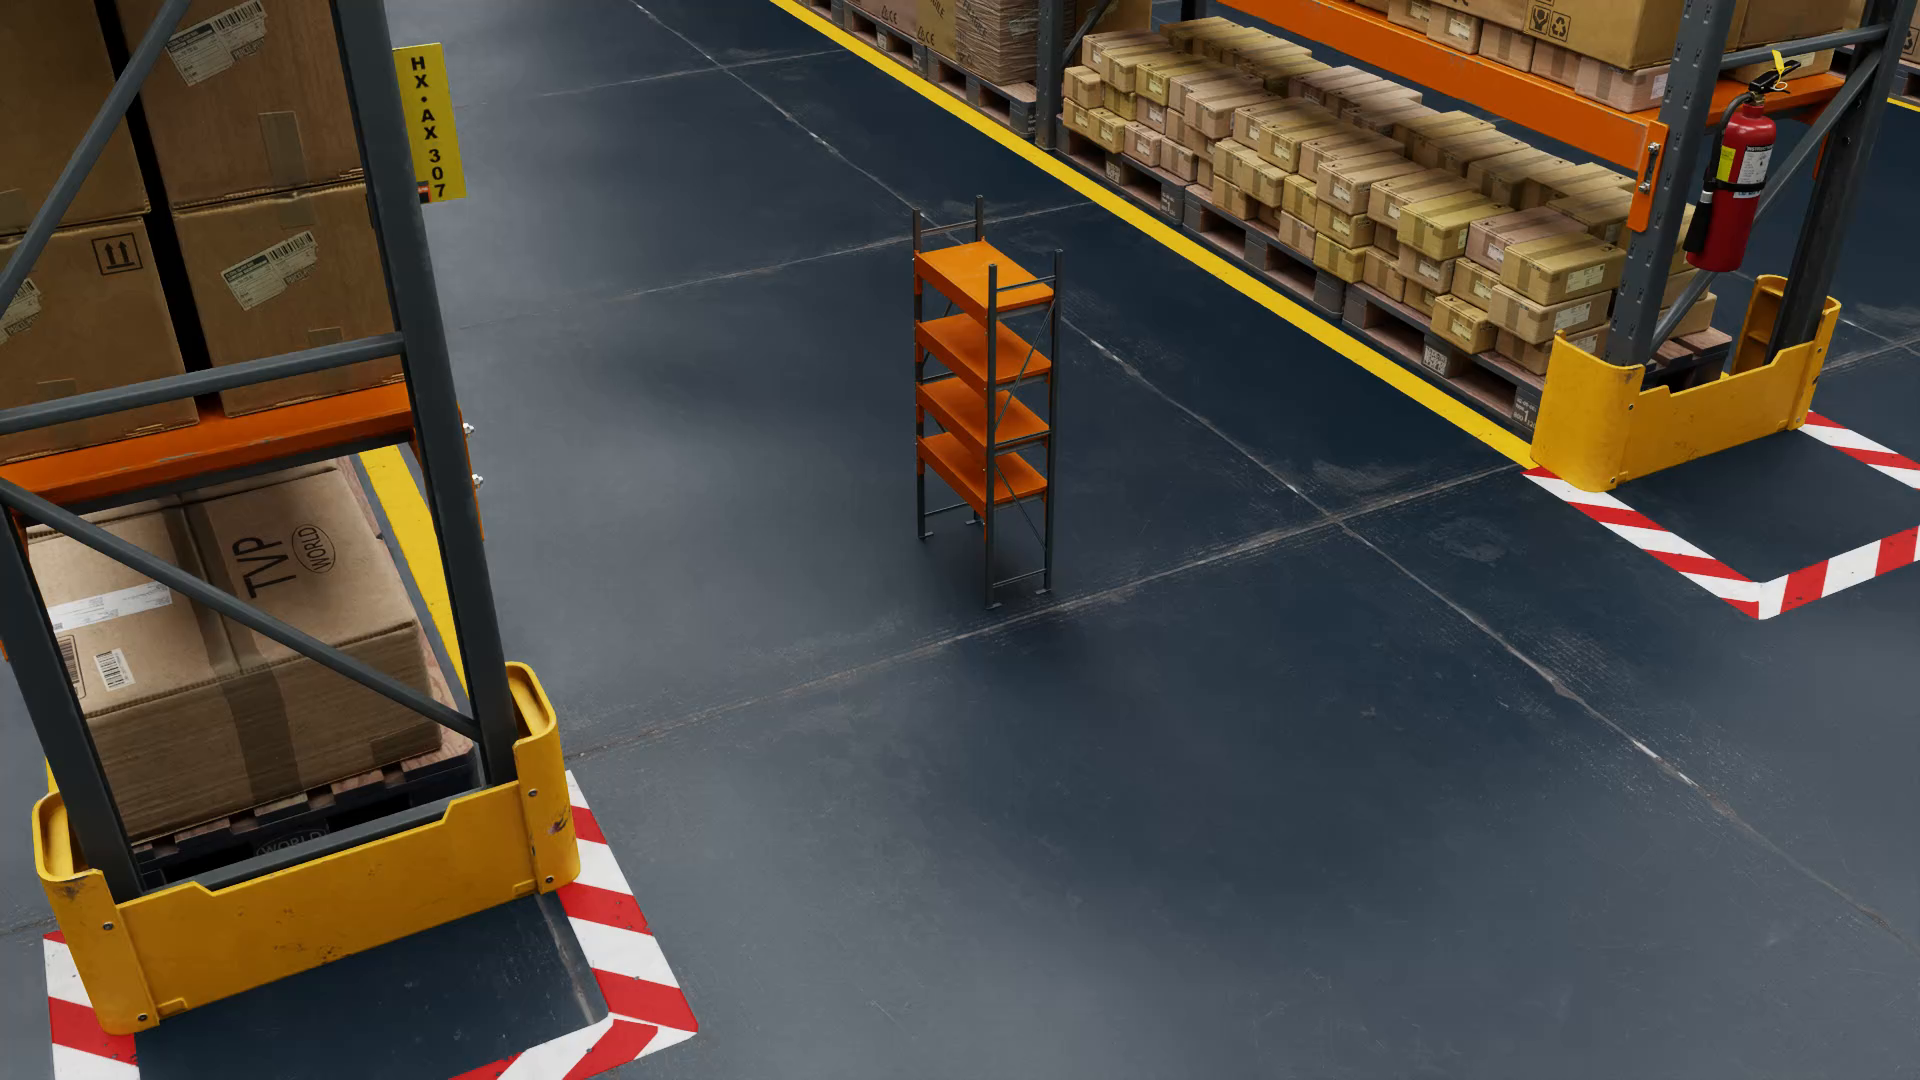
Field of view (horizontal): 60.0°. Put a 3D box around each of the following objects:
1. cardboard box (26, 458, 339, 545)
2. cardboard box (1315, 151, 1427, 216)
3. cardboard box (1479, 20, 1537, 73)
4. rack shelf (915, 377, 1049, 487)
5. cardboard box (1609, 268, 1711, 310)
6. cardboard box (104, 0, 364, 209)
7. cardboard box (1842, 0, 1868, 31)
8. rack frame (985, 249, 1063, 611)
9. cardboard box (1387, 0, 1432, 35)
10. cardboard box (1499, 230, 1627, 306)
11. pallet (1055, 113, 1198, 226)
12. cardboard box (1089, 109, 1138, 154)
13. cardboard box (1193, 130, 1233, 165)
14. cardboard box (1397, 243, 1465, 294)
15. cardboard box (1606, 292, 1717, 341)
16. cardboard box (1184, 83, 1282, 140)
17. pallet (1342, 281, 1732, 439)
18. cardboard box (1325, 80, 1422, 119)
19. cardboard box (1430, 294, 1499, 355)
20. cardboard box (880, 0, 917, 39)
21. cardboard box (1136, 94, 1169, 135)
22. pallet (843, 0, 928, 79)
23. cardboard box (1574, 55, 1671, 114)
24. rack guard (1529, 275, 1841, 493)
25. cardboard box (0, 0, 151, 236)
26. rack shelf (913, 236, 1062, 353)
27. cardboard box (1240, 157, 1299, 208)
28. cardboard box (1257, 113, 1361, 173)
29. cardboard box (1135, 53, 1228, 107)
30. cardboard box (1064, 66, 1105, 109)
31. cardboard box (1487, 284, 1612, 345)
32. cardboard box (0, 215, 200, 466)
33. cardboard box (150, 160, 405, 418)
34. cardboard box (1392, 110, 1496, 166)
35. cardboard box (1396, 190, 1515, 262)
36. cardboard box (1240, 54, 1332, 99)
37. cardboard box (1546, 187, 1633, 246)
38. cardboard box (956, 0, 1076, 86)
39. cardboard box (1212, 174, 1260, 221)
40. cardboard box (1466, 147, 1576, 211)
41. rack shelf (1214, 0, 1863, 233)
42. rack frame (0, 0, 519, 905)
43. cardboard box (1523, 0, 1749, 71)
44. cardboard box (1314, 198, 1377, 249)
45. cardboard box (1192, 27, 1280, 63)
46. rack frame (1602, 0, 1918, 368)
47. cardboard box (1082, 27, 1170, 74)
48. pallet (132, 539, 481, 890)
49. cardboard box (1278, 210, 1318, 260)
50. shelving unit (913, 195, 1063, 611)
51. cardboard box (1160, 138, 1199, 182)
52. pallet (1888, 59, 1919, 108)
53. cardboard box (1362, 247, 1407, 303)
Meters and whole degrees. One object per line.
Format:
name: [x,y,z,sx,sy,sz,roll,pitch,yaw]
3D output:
cardboard box: [-2.417,-0.143,5.178,0.875,0.438,0.875,-15,36,-22]
cardboard box: [1.736,-1.509,7.027,0.380,0.149,0.250,-15,35,-21]
cardboard box: [2.130,-1.837,6.069,0.380,0.149,0.250,-16,36,-24]
rack shelf: [0.077,-0.370,5.339,0.258,0.148,0.480,-16,36,-23]
cardboard box: [2.728,-1.030,6.555,0.380,0.149,0.250,-14,35,-21]
cardboard box: [-1.558,-1.084,3.642,0.500,0.500,0.500,-17,36,-24]
cardboard box: [5.552,-3.669,10.277,0.875,0.875,0.875,-16,36,-23]
rack frame: [0.191,-0.310,5.121,0.240,1.200,0.015,-16,36,-23]
cardboard box: [1.894,-2.086,6.458,0.380,0.149,0.250,-18,37,-25]
cardboard box: [2.274,-1.030,6.278,0.380,0.149,0.250,-15,36,-23]
pallet: [1.225,-2.037,8.734,1.003,0.211,1.213,-16,36,-23]
cardboard box: [0.890,-2.118,8.528,0.380,0.149,0.250,-15,35,-22]
cardboard box: [1.340,-1.899,7.911,0.380,0.149,0.250,-14,35,-21]
cardboard box: [2.003,-1.143,6.731,0.380,0.149,0.250,-17,37,-25]
cardboard box: [2.784,-0.921,6.660,0.380,0.149,0.250,-15,36,-22]
cardboard box: [1.283,-2.018,7.821,0.380,0.149,0.250,-15,36,-22]
pallet: [2.362,-0.873,6.916,1.003,0.211,1.213,-16,36,-23]
cardboard box: [1.950,-2.041,7.858,0.380,0.149,0.250,-17,36,-25]
cardboard box: [2.106,-0.886,6.606,0.380,0.149,0.250,-15,35,-22]
cardboard box: [-0.162,-3.428,10.247,0.500,0.500,0.500,-17,36,-24]
cardboard box: [1.109,-2.165,8.327,0.380,0.149,0.250,-16,36,-23]
pallet: [-0.057,-3.303,10.709,1.003,0.211,1.213,-16,36,-23]
cardboard box: [2.343,-1.593,5.688,0.380,0.149,0.250,-16,36,-23]
rack guard: [2.710,-0.598,6.219,1.175,0.500,0.348,-16,36,-23]
cardboard box: [-2.022,-0.954,3.439,0.500,0.500,0.500,-15,35,-22]
rack shelf: [0.077,-0.757,5.091,0.258,0.148,0.480,-16,36,-23]
cardboard box: [1.494,-1.638,7.504,0.380,0.149,0.250,-15,36,-23]
cardboard box: [1.564,-1.781,7.451,0.380,0.149,0.250,-16,36,-23]
cardboard box: [1.095,-2.278,8.228,0.380,0.149,0.250,-16,36,-24]
cardboard box: [0.766,-2.371,8.648,0.380,0.149,0.250,-14,35,-21]
cardboard box: [2.247,-0.896,6.345,0.380,0.149,0.250,-17,36,-24]
cardboard box: [-2.046,-0.526,3.698,0.500,0.500,0.500,-16,36,-23]
cardboard box: [-1.556,-0.664,3.913,0.500,0.500,0.500,-16,36,-23]
cardboard box: [2.170,-1.799,7.480,0.380,0.149,0.250,-15,36,-22]
cardboard box: [1.975,-1.256,6.631,0.380,0.149,0.250,-17,36,-24]
cardboard box: [1.605,-2.273,8.219,0.380,0.149,0.250,-15,35,-22]
cardboard box: [2.567,-1.278,6.665,0.380,0.149,0.250,-15,36,-22]
cardboard box: [0.312,-2.937,9.481,0.500,0.500,0.500,-17,36,-24]
cardboard box: [1.407,-1.636,7.776,0.380,0.149,0.250,-17,36,-24]
cardboard box: [2.374,-1.528,7.056,0.380,0.149,0.250,-18,37,-25]
rack shelf: [1.813,-2.265,7.172,1.077,0.370,4.000,-16,36,-23]
rack frame: [-1.587,-0.321,3.470,1.000,3.000,0.127,-16,36,-23]
cardboard box: [2.308,-1.931,5.615,0.500,0.500,0.500,-15,36,-22]
cardboard box: [1.750,-1.387,7.112,0.380,0.149,0.250,-15,36,-22]
cardboard box: [1.431,-2.533,8.626,0.380,0.149,0.250,-15,36,-23]
rack frame: [2.745,-1.614,5.488,1.000,3.000,0.127,-16,36,-23]
cardboard box: [0.858,-2.533,8.625,0.380,0.149,0.250,-14,35,-21]
pallet: [-2.029,0.492,4.787,1.003,0.211,1.213,-16,36,-23]
cardboard box: [1.648,-1.390,7.392,0.380,0.149,0.250,-15,36,-22]
shelving unit: [0.077,-0.426,5.303,0.258,1.200,0.503,-16,36,-23]
cardboard box: [1.214,-1.903,8.194,0.380,0.149,0.250,-17,36,-24]
pallet: [6.173,-2.582,9.585,1.003,0.211,1.213,-16,36,-23]
cardboard box: [1.932,-1.149,7.016,0.380,0.149,0.250,-15,36,-23]
